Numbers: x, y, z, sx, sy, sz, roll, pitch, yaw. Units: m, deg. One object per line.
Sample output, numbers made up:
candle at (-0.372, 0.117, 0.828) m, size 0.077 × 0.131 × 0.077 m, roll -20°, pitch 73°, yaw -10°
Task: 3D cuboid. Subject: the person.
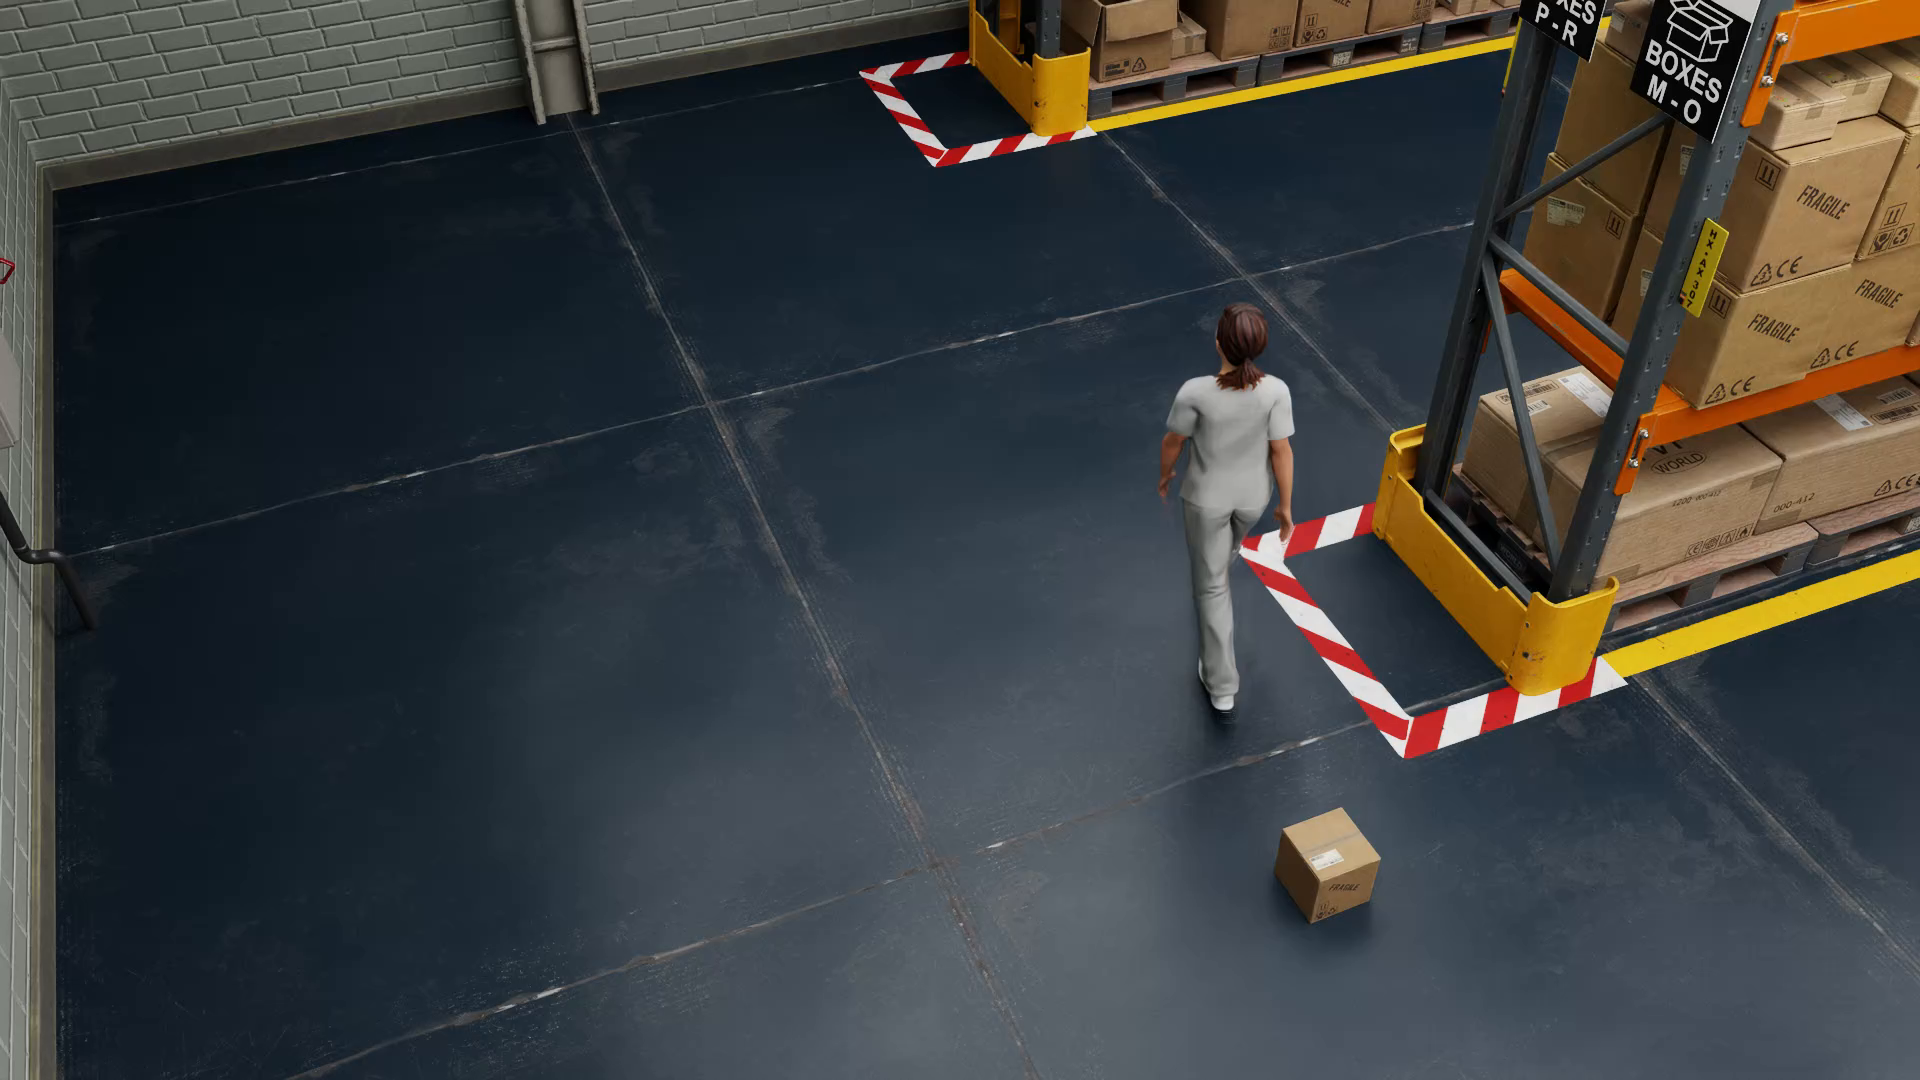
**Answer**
person at (0.998, -0.229, 6.402) m, size 0.477 × 1.610 × 0.975 m, roll -4°, pitch 42°, yaw -5°
